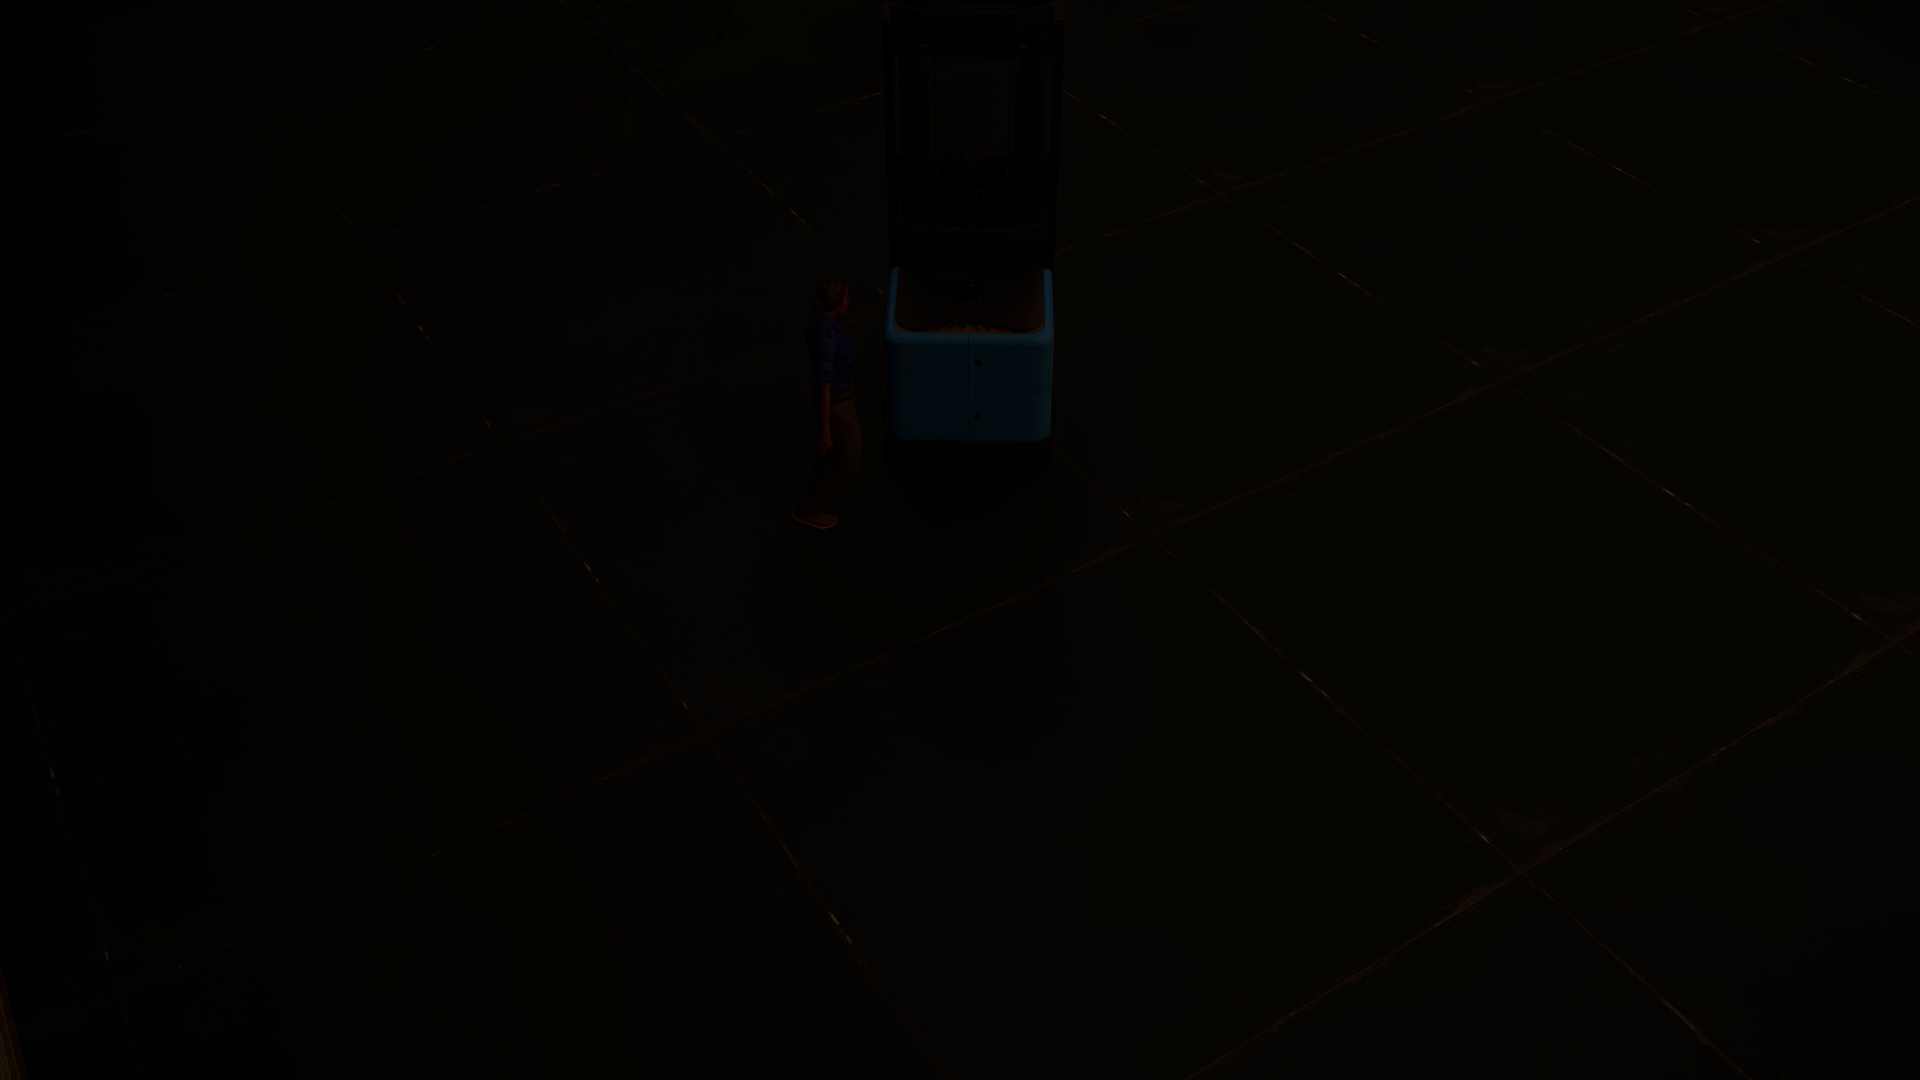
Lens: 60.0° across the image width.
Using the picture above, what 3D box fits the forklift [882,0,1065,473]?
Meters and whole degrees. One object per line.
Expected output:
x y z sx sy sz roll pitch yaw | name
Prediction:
0.085 -2.474 10.702 1.130 2.935 3.031 1 41 1 | forklift

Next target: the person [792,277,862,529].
-0.813 -0.791 9.815 0.472 1.599 0.818 -6 41 -6 | person
